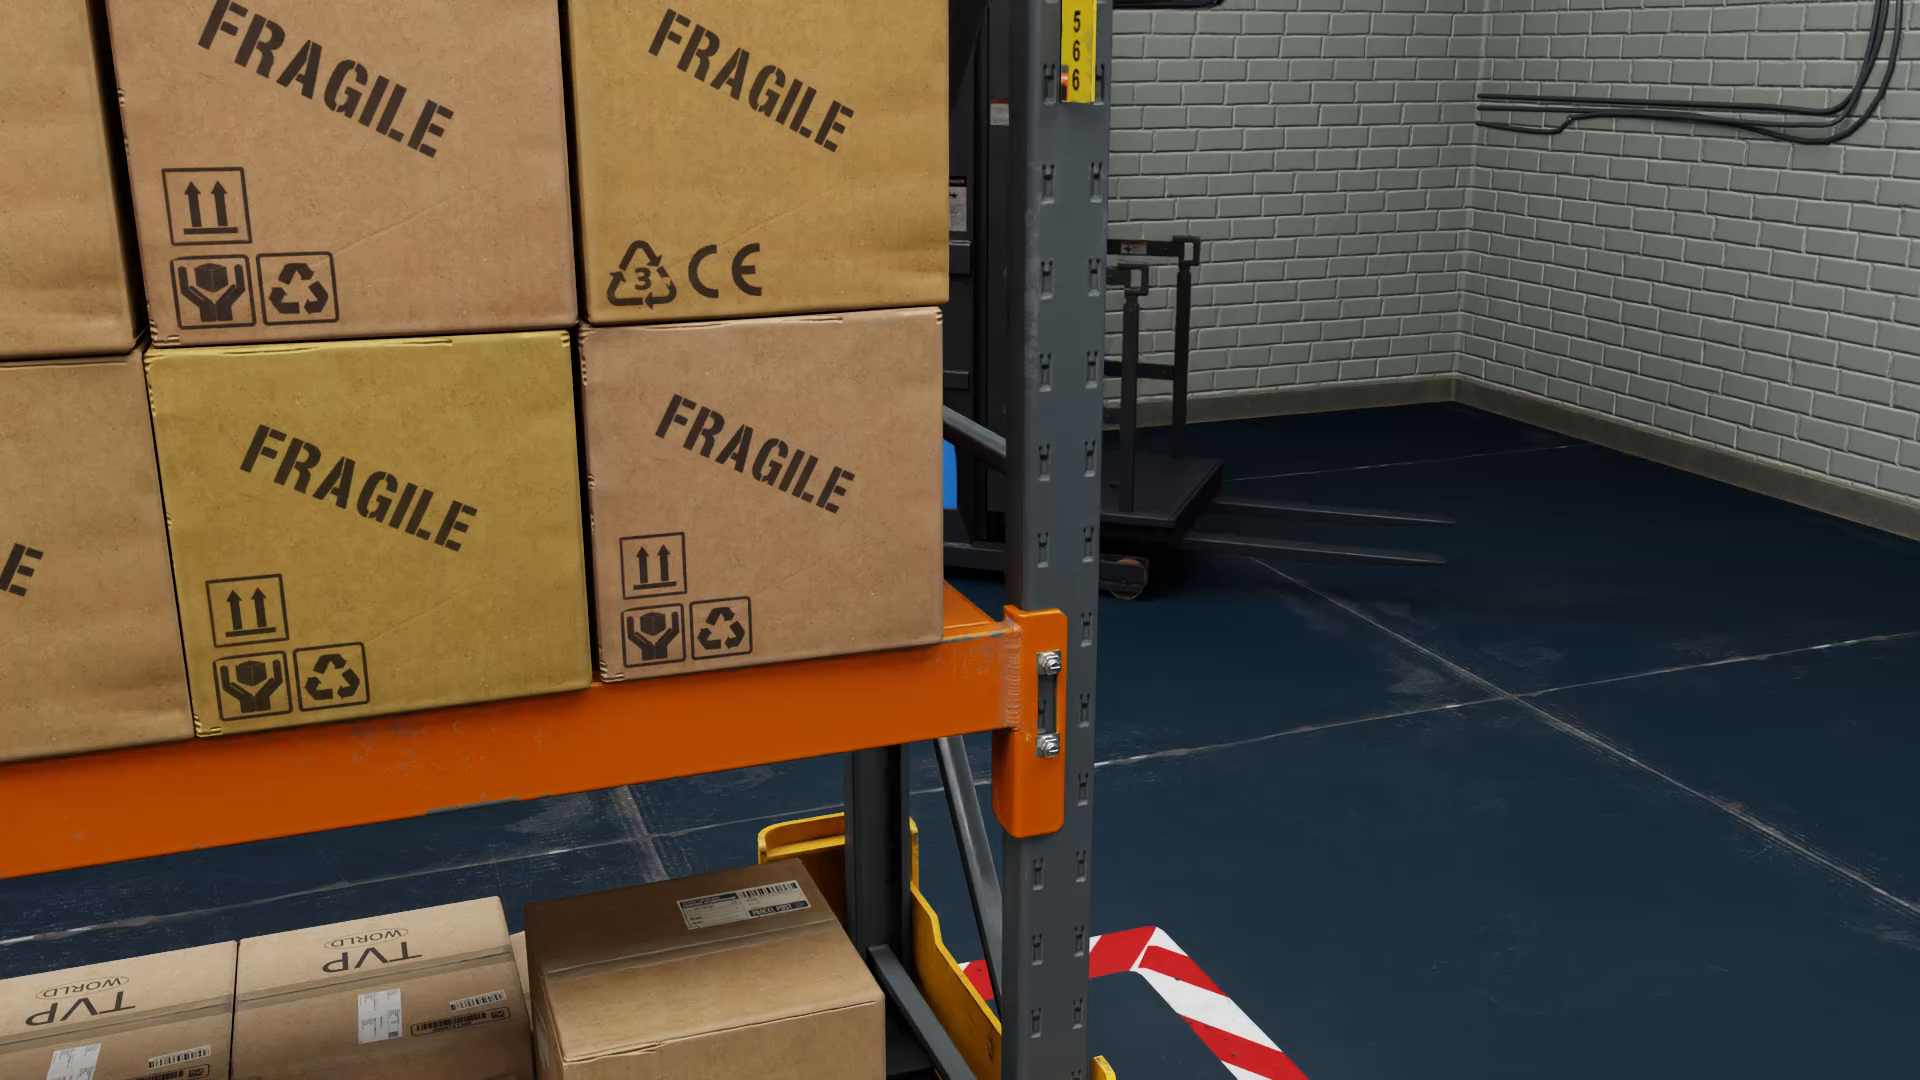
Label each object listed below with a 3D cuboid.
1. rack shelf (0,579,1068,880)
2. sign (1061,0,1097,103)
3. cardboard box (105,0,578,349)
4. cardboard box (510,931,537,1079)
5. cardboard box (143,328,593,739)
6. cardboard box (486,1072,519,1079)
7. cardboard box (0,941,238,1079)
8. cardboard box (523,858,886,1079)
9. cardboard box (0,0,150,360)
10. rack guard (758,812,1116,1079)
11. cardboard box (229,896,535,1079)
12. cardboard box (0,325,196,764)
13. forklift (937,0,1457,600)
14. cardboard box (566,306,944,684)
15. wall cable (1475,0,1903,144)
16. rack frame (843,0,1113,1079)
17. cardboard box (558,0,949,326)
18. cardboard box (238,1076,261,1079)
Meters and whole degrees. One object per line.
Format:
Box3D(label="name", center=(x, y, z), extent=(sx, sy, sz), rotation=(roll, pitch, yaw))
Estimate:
Box3D(label="rack shelf", center=(-1.887, 0.351, 2.357), extent=(4.000, 0.370, 1.077), rotation=(-6, 17, -20))
Box3D(label="sign", center=(0.160, -0.755, 2.231), extent=(0.005, 0.325, 0.100), rotation=(-6, 17, -20))
Box3D(label="cardboard box", center=(-0.808, -0.556, 2.214), extent=(0.500, 0.500, 0.500), rotation=(-6, 17, -19))
Box3D(label="cardboard box", center=(-0.767, 0.929, 3.358), extent=(0.250, 0.166, 0.380), rotation=(-6, 17, -20))
Box3D(label="cardboard box", center=(-0.823, -0.074, 2.350), extent=(0.500, 0.500, 0.500), rotation=(-6, 17, -20))
Box3D(label="cardboard box", center=(-0.849, 1.089, 2.814), extent=(0.250, 0.166, 0.380), rotation=(-6, 17, -20))
Box3D(label="cardboard box", center=(-1.562, 0.993, 2.992), extent=(0.500, 0.250, 0.500), rotation=(-6, 17, -20))
Box3D(label="cardboard box", center=(-0.439, 0.912, 2.825), extent=(0.500, 0.500, 0.500), rotation=(-6, 17, -20))
Box3D(label="cardboard box", center=(-1.291, -0.502, 2.032), extent=(0.500, 0.500, 0.500), rotation=(-6, 17, -19))
Box3D(label="rack guard", center=(-0.090, 1.011, 3.269), extent=(0.348, 0.500, 1.175), rotation=(-6, 17, -20))
Box3D(label="cardboard box", center=(-1.096, 0.943, 3.164), extent=(0.500, 0.250, 0.500), rotation=(-6, 17, -20))
Box3D(label="cardboard box", center=(-1.291, -0.025, 2.183), extent=(0.500, 0.500, 0.500), rotation=(-6, 17, -20))
Box3D(label="forklift", center=(0.582, -1.331, 6.929), extent=(3.031, 2.935, 1.130), rotation=(6, 17, 19))
Box3D(label="cardboard box", center=(-0.340, -0.127, 2.531), extent=(0.500, 0.500, 0.500), rotation=(-6, 17, -18))
Box3D(label="wall cable", center=(3.614, -3.364, 8.593), extent=(0.112, 2.526, 3.097), rotation=(-6, 17, -20))
Box3D(label="rack frame", center=(-0.019, -0.196, 2.943), extent=(0.127, 3.000, 1.000), rotation=(-6, 17, -20))
Box3D(label="cardboard box", center=(-0.337, -0.607, 2.388), extent=(0.500, 0.500, 0.500), rotation=(-6, 18, -21))
Box3D(label="cardboard box", center=(-1.337, 1.120, 2.561), extent=(0.500, 0.250, 0.500), rotation=(-6, 17, -20))
